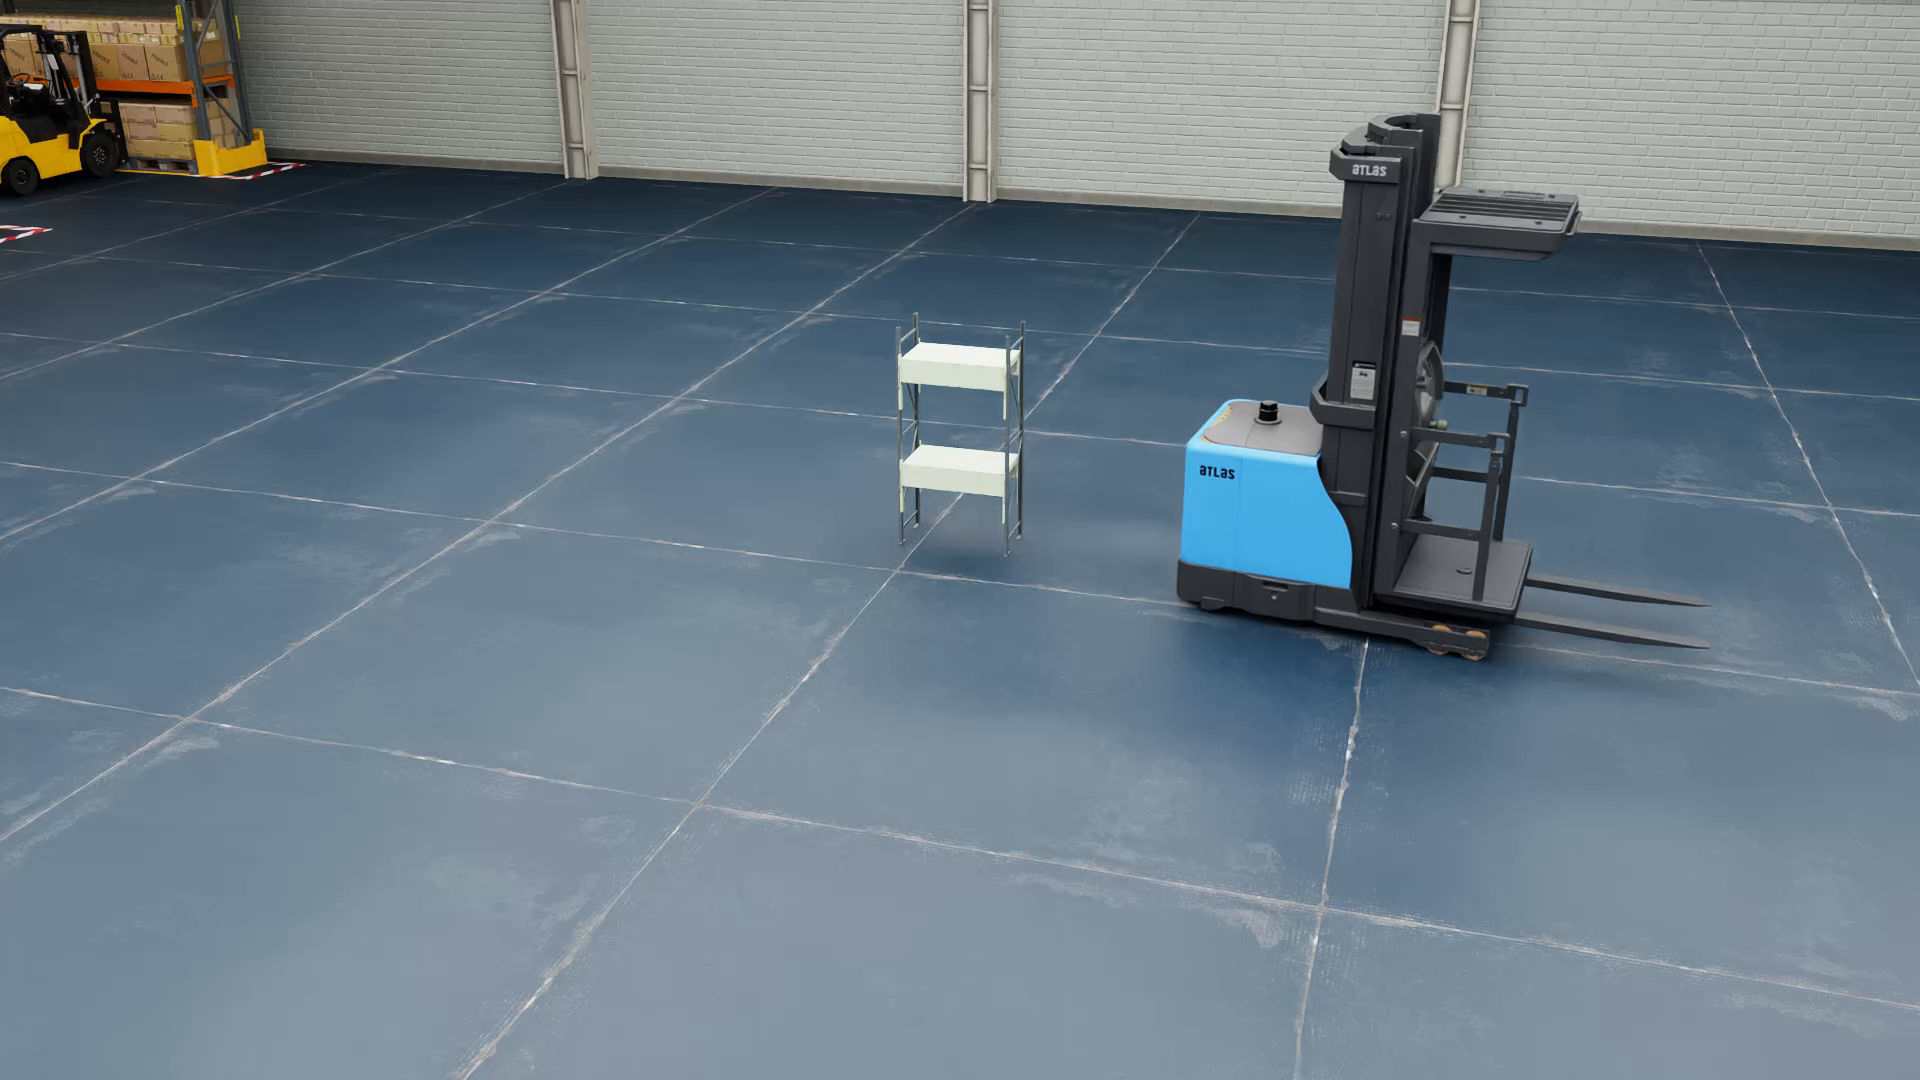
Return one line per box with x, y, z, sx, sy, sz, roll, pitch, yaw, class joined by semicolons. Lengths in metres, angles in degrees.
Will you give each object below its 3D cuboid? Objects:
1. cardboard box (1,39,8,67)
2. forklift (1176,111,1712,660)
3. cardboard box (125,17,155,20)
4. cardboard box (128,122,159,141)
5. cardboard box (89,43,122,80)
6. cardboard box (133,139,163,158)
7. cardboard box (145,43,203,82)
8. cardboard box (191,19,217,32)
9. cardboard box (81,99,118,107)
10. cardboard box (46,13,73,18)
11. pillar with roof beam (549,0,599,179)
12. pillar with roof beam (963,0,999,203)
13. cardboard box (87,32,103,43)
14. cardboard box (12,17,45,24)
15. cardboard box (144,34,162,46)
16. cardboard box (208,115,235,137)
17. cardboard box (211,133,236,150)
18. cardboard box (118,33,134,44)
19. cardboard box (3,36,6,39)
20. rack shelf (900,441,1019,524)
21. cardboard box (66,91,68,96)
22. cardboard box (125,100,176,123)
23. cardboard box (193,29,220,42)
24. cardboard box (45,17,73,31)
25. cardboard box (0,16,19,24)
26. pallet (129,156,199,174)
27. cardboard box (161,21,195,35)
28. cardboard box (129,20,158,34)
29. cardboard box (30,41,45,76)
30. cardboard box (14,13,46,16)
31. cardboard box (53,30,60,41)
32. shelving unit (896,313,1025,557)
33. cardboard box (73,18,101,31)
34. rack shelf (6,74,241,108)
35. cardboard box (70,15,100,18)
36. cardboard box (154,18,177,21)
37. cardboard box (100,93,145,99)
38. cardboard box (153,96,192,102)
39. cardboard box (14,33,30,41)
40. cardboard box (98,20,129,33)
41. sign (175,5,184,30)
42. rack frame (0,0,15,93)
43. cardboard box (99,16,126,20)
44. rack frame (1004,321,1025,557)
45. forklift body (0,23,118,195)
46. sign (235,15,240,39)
-14.291;-7.244;24.846;0.500;0.500;0.500;6;23;14;cardboard box
2.901;-0.893;9.585;3.031;2.935;1.130;9;24;21;forklift
-12.061;-7.618;24.512;0.250;0.149;0.380;7;23;17;cardboard box
-11.844;-6.055;24.490;0.500;0.250;0.500;6;23;15;cardboard box
-12.343;-7.024;24.309;0.500;0.500;0.500;6;23;14;cardboard box
-11.826;-5.820;24.575;0.500;0.250;0.500;7;23;15;cardboard box
-11.358;-6.908;24.026;0.500;0.500;0.500;6;23;14;cardboard box
-11.071;-7.501;24.226;0.250;0.149;0.380;6;23;14;cardboard box
-12.801;-6.389;24.644;0.500;0.250;0.500;6;23;14;cardboard box
-13.504;-7.829;25.024;0.250;0.149;0.380;6;23;14;cardboard box
-6.717;-7.860;18.575;0.400;9.000;9.100;7;23;16;pillar with roof beam
-0.972;-7.203;16.972;0.400;9.000;9.100;7;23;16;pillar with roof beam
-12.459;-7.317;24.169;0.250;0.149;0.380;7;23;16;cardboard box
-13.681;-7.596;24.458;0.250;0.149;0.380;7;23;17;cardboard box
-11.477;-7.203;23.890;0.250;0.149;0.380;7;23;16;cardboard box
-11.201;-6.183;24.803;0.500;0.250;0.500;7;23;16;cardboard box
-11.225;-5.950;24.892;0.500;0.250;0.500;7;23;16;cardboard box
-11.942;-7.285;24.090;0.250;0.149;0.380;6;23;15;cardboard box
-14.163;-7.529;24.687;0.250;0.149;0.380;7;23;17;cardboard box
0.006;-0.392;11.107;0.720;0.370;0.431;7;23;16;rack shelf
-13.624;-6.692;25.385;0.500;0.250;0.500;6;23;15;cardboard box
-11.833;-6.279;24.376;0.500;0.250;0.500;7;23;16;cardboard box
-11.061;-7.381;24.324;0.250;0.149;0.380;6;23;14;cardboard box
-13.165;-7.570;24.394;0.250;0.149;0.380;6;23;15;cardboard box
-14.139;-7.693;24.694;0.250;0.149;0.380;7;23;16;cardboard box
-11.555;-5.681;24.842;1.213;0.211;1.003;7;23;16;pallet
-11.215;-7.350;23.856;0.250;0.149;0.380;7;23;16;cardboard box
-11.718;-7.384;23.941;0.250;0.149;0.380;7;23;17;cardboard box
-13.303;-7.138;24.587;0.500;0.500;0.500;6;23;15;cardboard box
-14.019;-7.858;25.095;0.250;0.149;0.380;6;23;14;cardboard box
-13.194;-7.406;24.387;0.250;0.149;0.380;6;23;14;cardboard box
0.006;-0.693;10.984;0.755;1.500;0.431;7;23;16;shelving unit
-12.685;-7.516;24.261;0.250;0.149;0.380;7;23;16;cardboard box
-12.726;-6.789;24.817;4.000;0.370;1.077;7;23;16;rack shelf
-13.031;-7.748;24.828;0.250;0.149;0.380;6;23;15;cardboard box
-11.569;-7.566;24.384;0.250;0.149;0.380;7;23;17;cardboard box
-12.660;-6.580;25.111;0.500;0.250;0.500;6;23;14;cardboard box
-11.696;-6.462;24.825;0.500;0.250;0.500;7;23;16;cardboard box
-13.691;-7.457;24.510;0.250;0.149;0.380;7;23;17;cardboard box
-12.217;-7.427;24.044;0.250;0.149;0.380;7;23;17;cardboard box
-10.981;-7.352;23.404;0.005;0.325;0.100;7;23;16;sign
-14.641;-7.341;25.215;0.127;3.000;1.000;7;23;16;rack frame
-12.543;-7.681;24.665;0.250;0.149;0.380;7;23;16;cardboard box
0.357;-0.653;10.886;0.023;1.500;0.400;7;23;16;rack frame
-13.153;-6.055;23.198;1.214;2.155;2.313;7;23;16;forklift body
-10.645;-7.541;24.456;0.005;0.325;0.100;7;23;16;sign
